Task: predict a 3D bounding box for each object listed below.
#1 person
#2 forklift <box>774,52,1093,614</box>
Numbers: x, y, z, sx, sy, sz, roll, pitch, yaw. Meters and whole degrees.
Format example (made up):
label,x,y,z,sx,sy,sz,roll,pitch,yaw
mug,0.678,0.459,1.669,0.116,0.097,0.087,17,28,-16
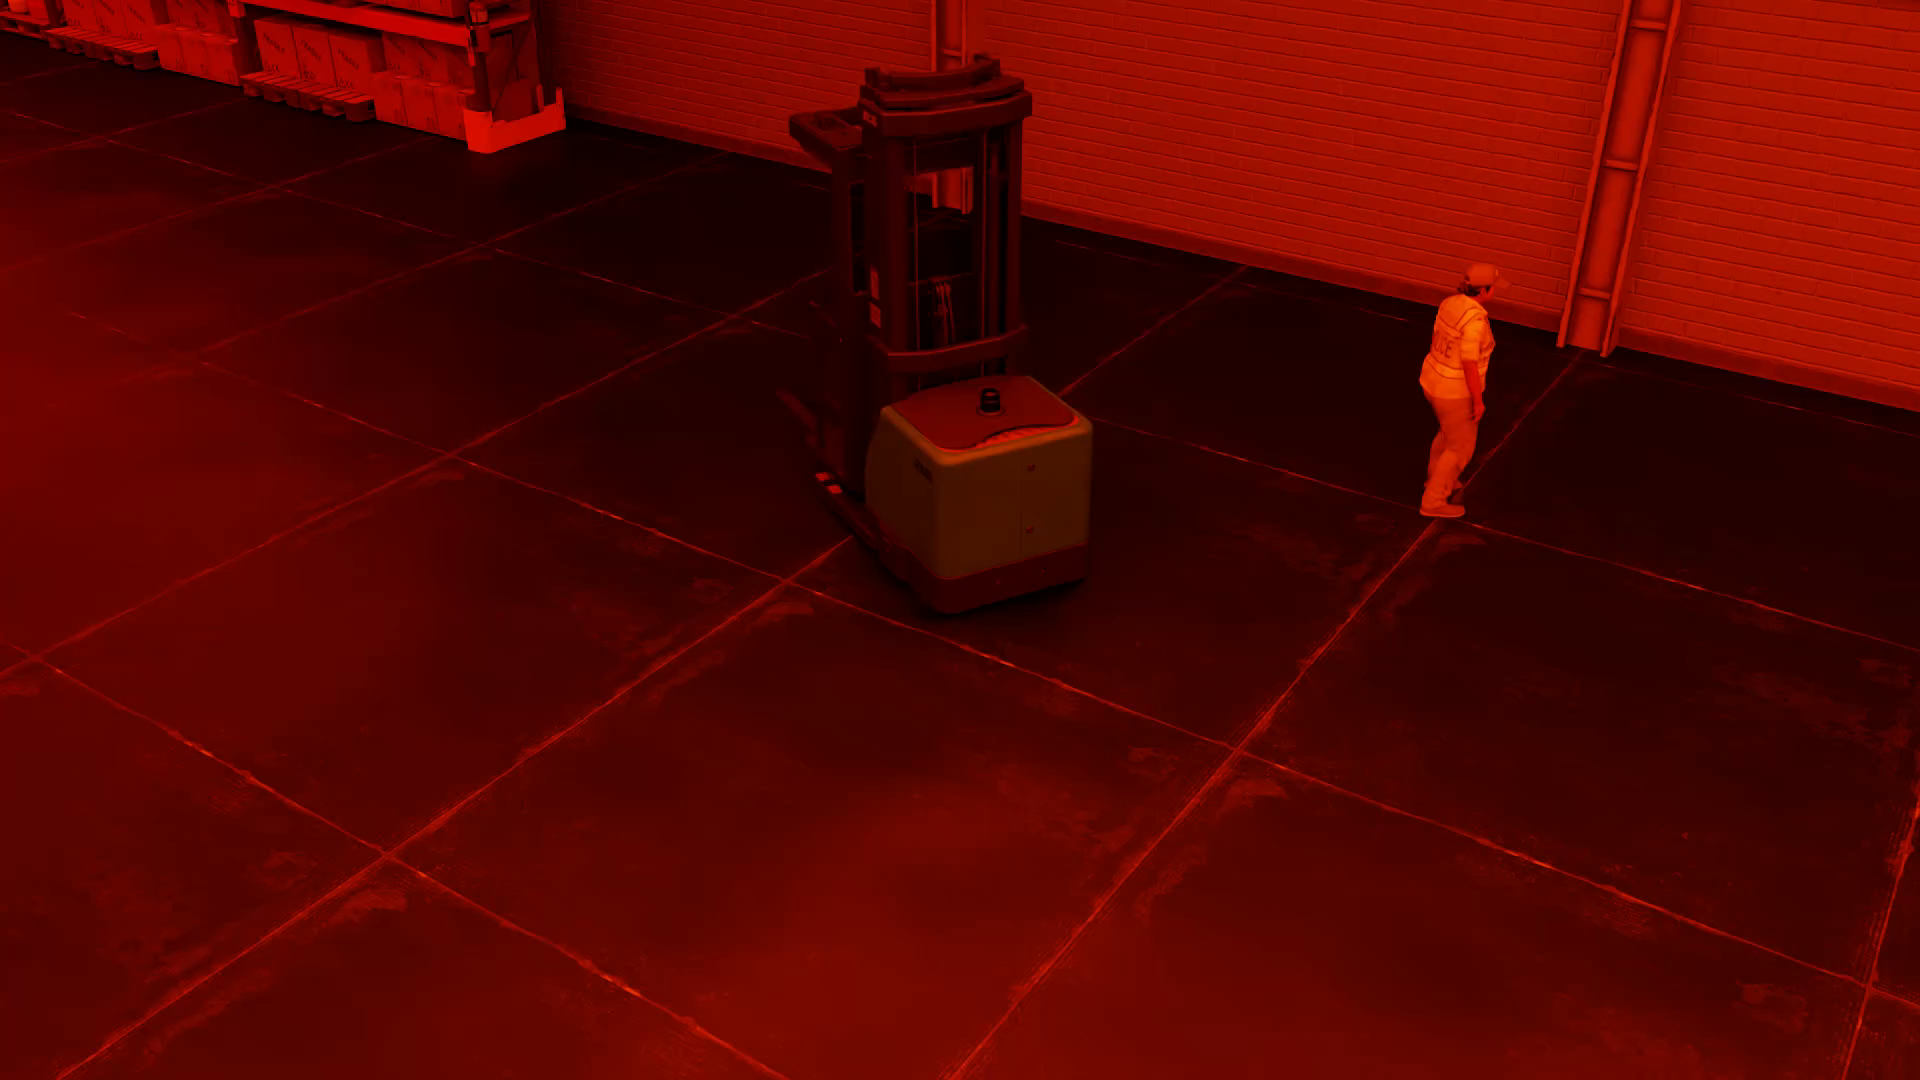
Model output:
label,x,y,z,sx,sy,sz,roll,pitch,yaw
person,3.159,-0.944,10.506,0.475,1.686,0.561,-3,30,-6
forklift,-0.342,-1.554,10.257,1.130,2.935,3.031,-15,33,-23
